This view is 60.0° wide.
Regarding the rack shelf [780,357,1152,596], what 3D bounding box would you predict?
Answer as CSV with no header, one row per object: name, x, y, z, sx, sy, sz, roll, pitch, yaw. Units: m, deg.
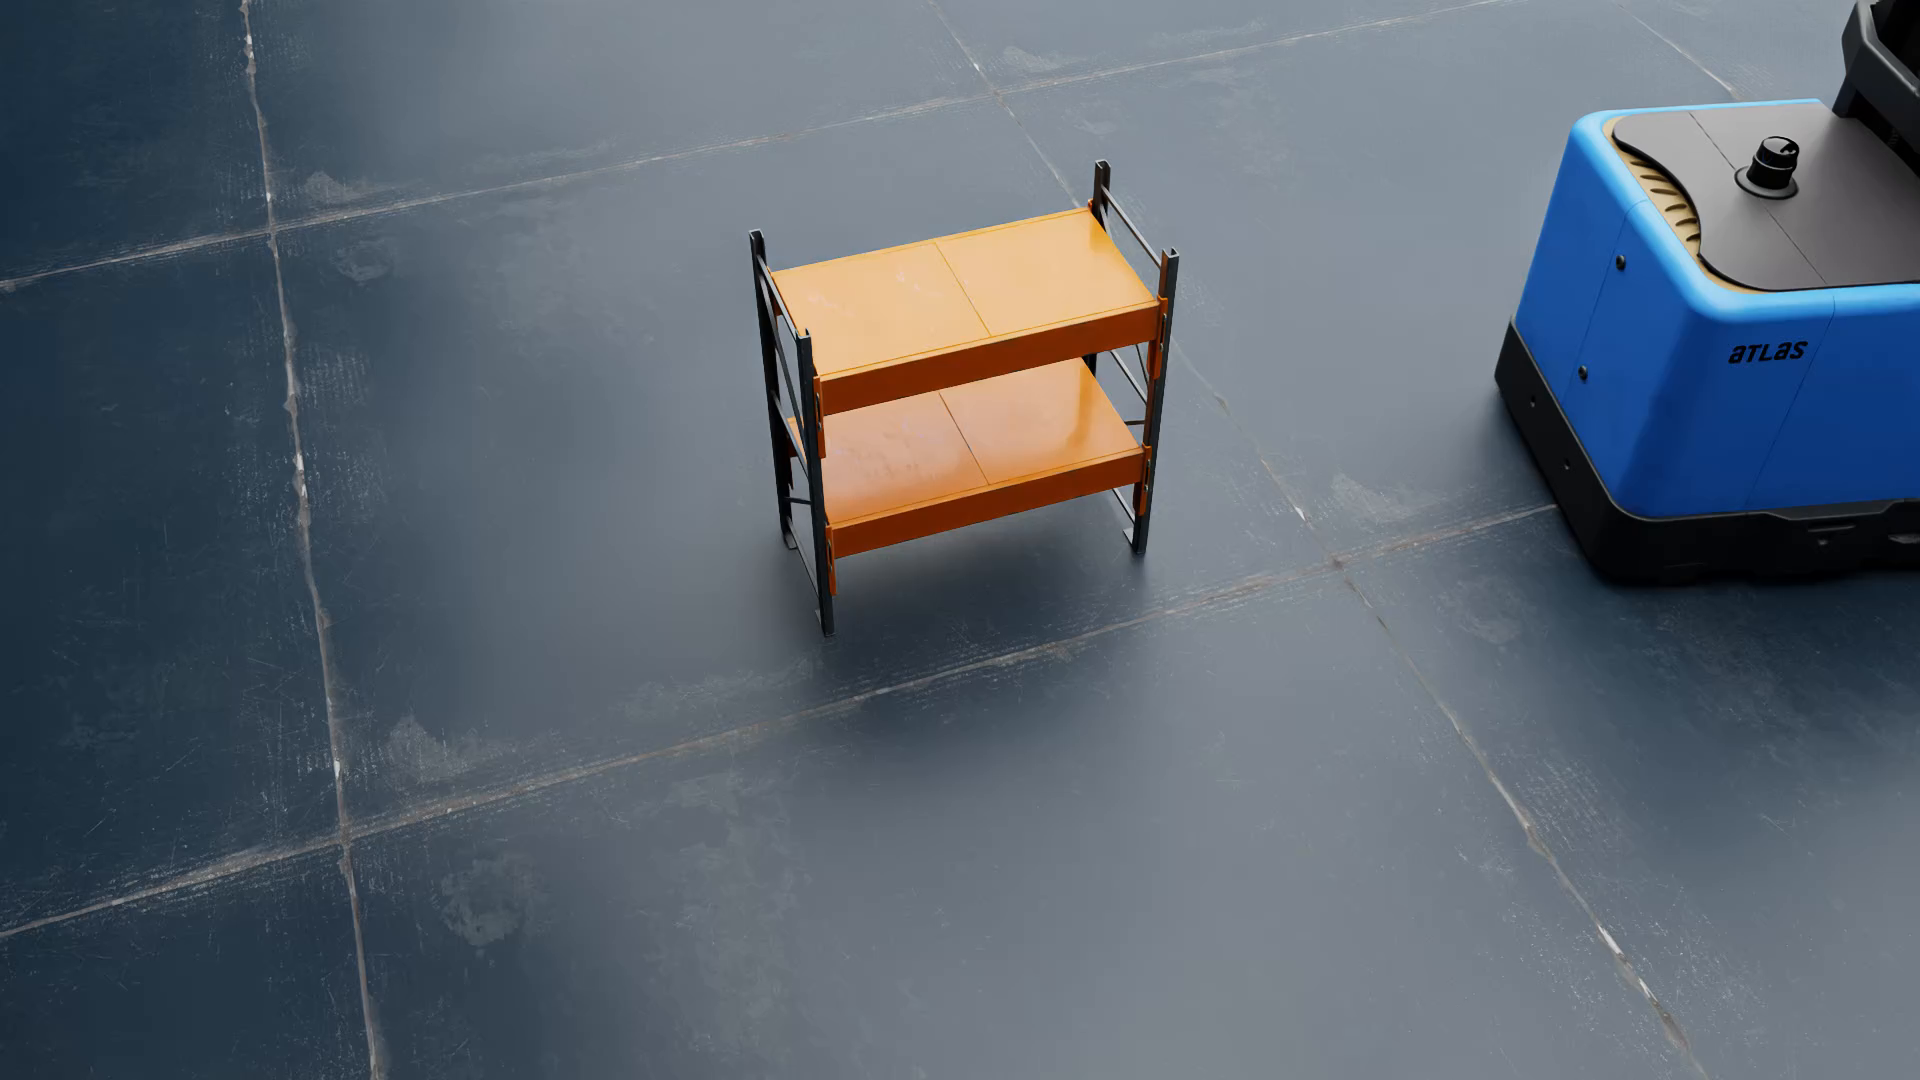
rack shelf,0.006,-0.226,5.026,1.000,0.278,0.538,-14,47,-14

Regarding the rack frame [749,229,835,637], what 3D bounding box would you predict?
rack frame,-0.472,-0.276,4.731,0.032,1.125,0.500,-14,47,-14

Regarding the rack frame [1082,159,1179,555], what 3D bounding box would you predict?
rack frame,0.485,-0.521,4.975,0.032,1.125,0.500,-14,47,-14

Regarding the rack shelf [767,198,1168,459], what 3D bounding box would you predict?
rack shelf,0.006,-0.605,4.646,1.000,0.278,0.538,-14,47,-14

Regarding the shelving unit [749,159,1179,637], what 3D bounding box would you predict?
shelving unit,0.006,-0.399,4.853,1.048,1.125,0.538,-14,47,-14

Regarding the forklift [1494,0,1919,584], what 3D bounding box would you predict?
forklift,3.385,-1.349,4.525,3.031,2.935,1.130,-5,45,-4
